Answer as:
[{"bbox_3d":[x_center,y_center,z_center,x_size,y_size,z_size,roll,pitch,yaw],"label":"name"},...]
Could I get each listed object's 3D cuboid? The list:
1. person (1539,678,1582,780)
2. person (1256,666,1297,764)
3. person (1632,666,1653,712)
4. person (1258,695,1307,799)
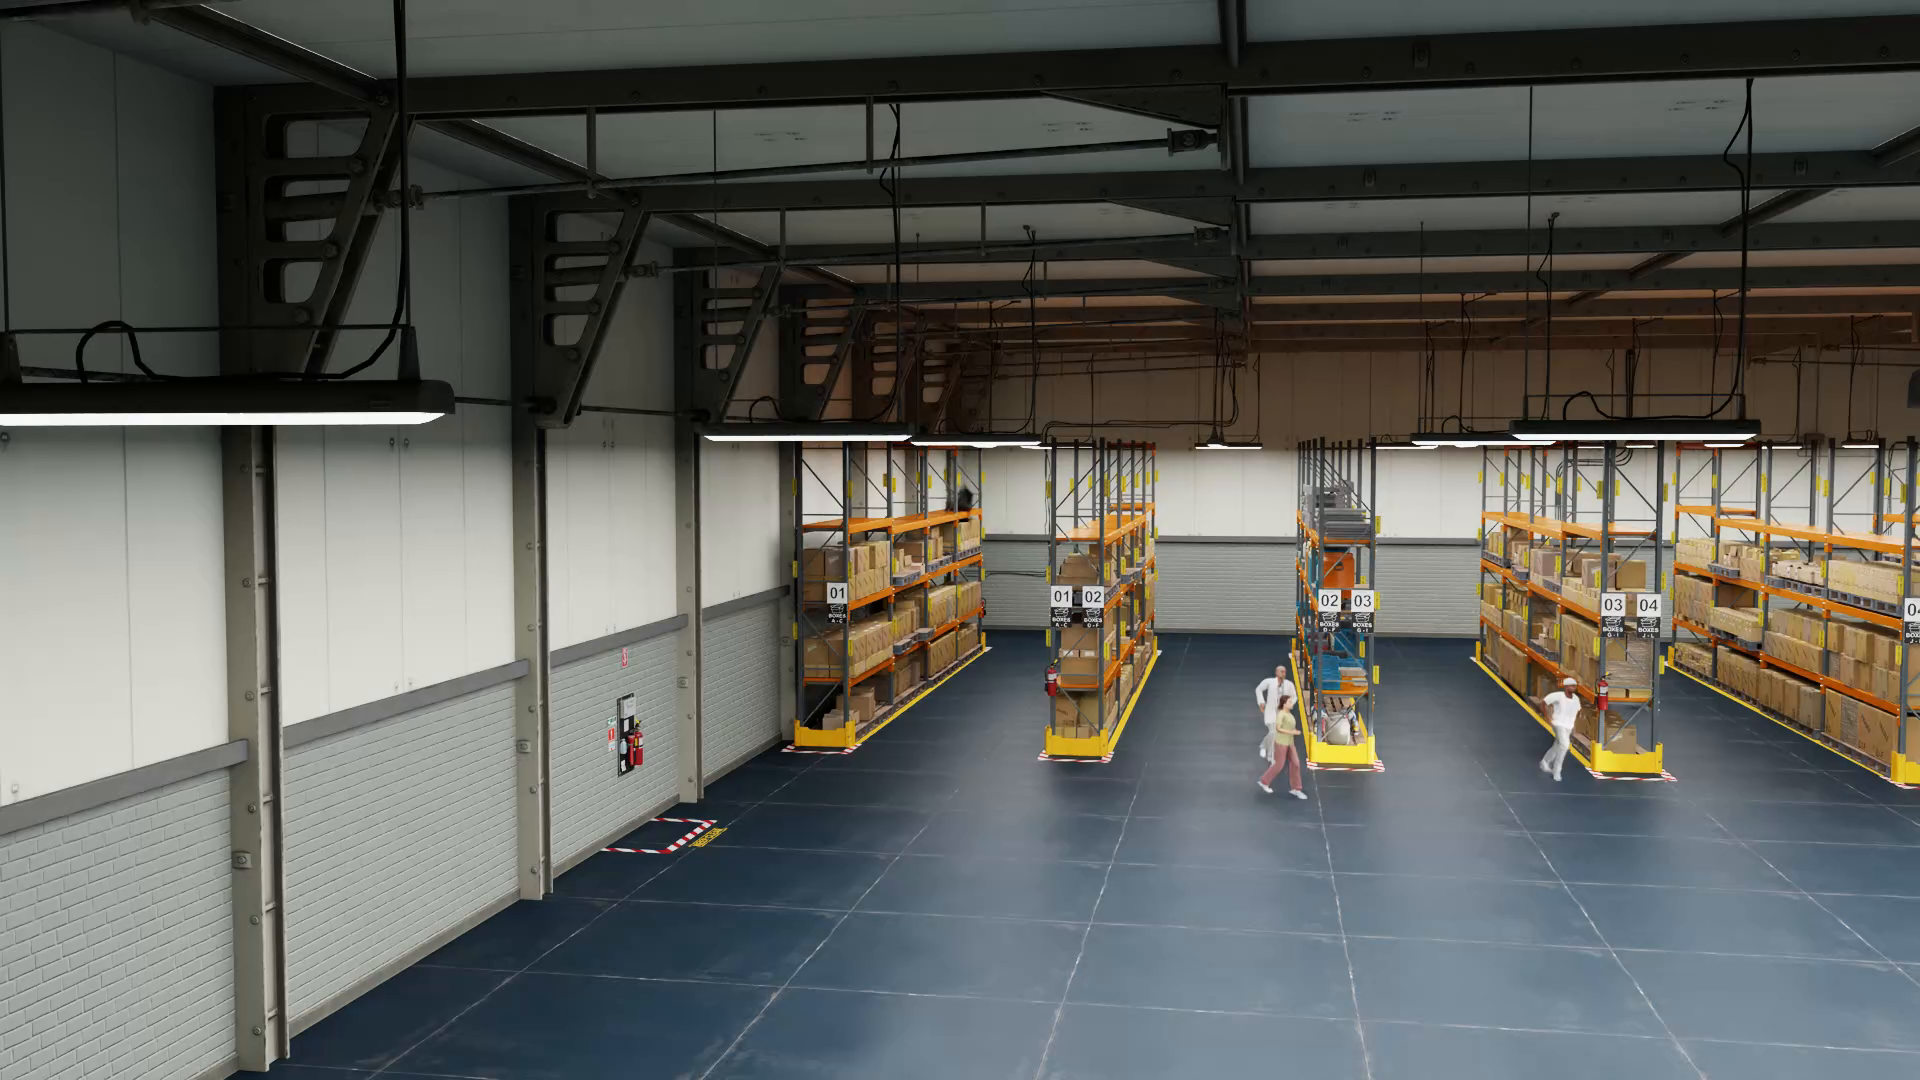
[{"bbox_3d":[10.628,3.317,29.391,0.755,1.783,0.746,-1,3,-26],"label":"person"},{"bbox_3d":[5.869,3.217,30.761,0.712,1.787,0.922,-1,3,-13],"label":"person"},{"bbox_3d":[15.158,2.940,37.019,0.617,1.718,0.774,0,3,5],"label":"person"},{"bbox_3d":[5.368,3.421,27.633,0.832,1.712,0.591,2,4,36],"label":"person"}]
